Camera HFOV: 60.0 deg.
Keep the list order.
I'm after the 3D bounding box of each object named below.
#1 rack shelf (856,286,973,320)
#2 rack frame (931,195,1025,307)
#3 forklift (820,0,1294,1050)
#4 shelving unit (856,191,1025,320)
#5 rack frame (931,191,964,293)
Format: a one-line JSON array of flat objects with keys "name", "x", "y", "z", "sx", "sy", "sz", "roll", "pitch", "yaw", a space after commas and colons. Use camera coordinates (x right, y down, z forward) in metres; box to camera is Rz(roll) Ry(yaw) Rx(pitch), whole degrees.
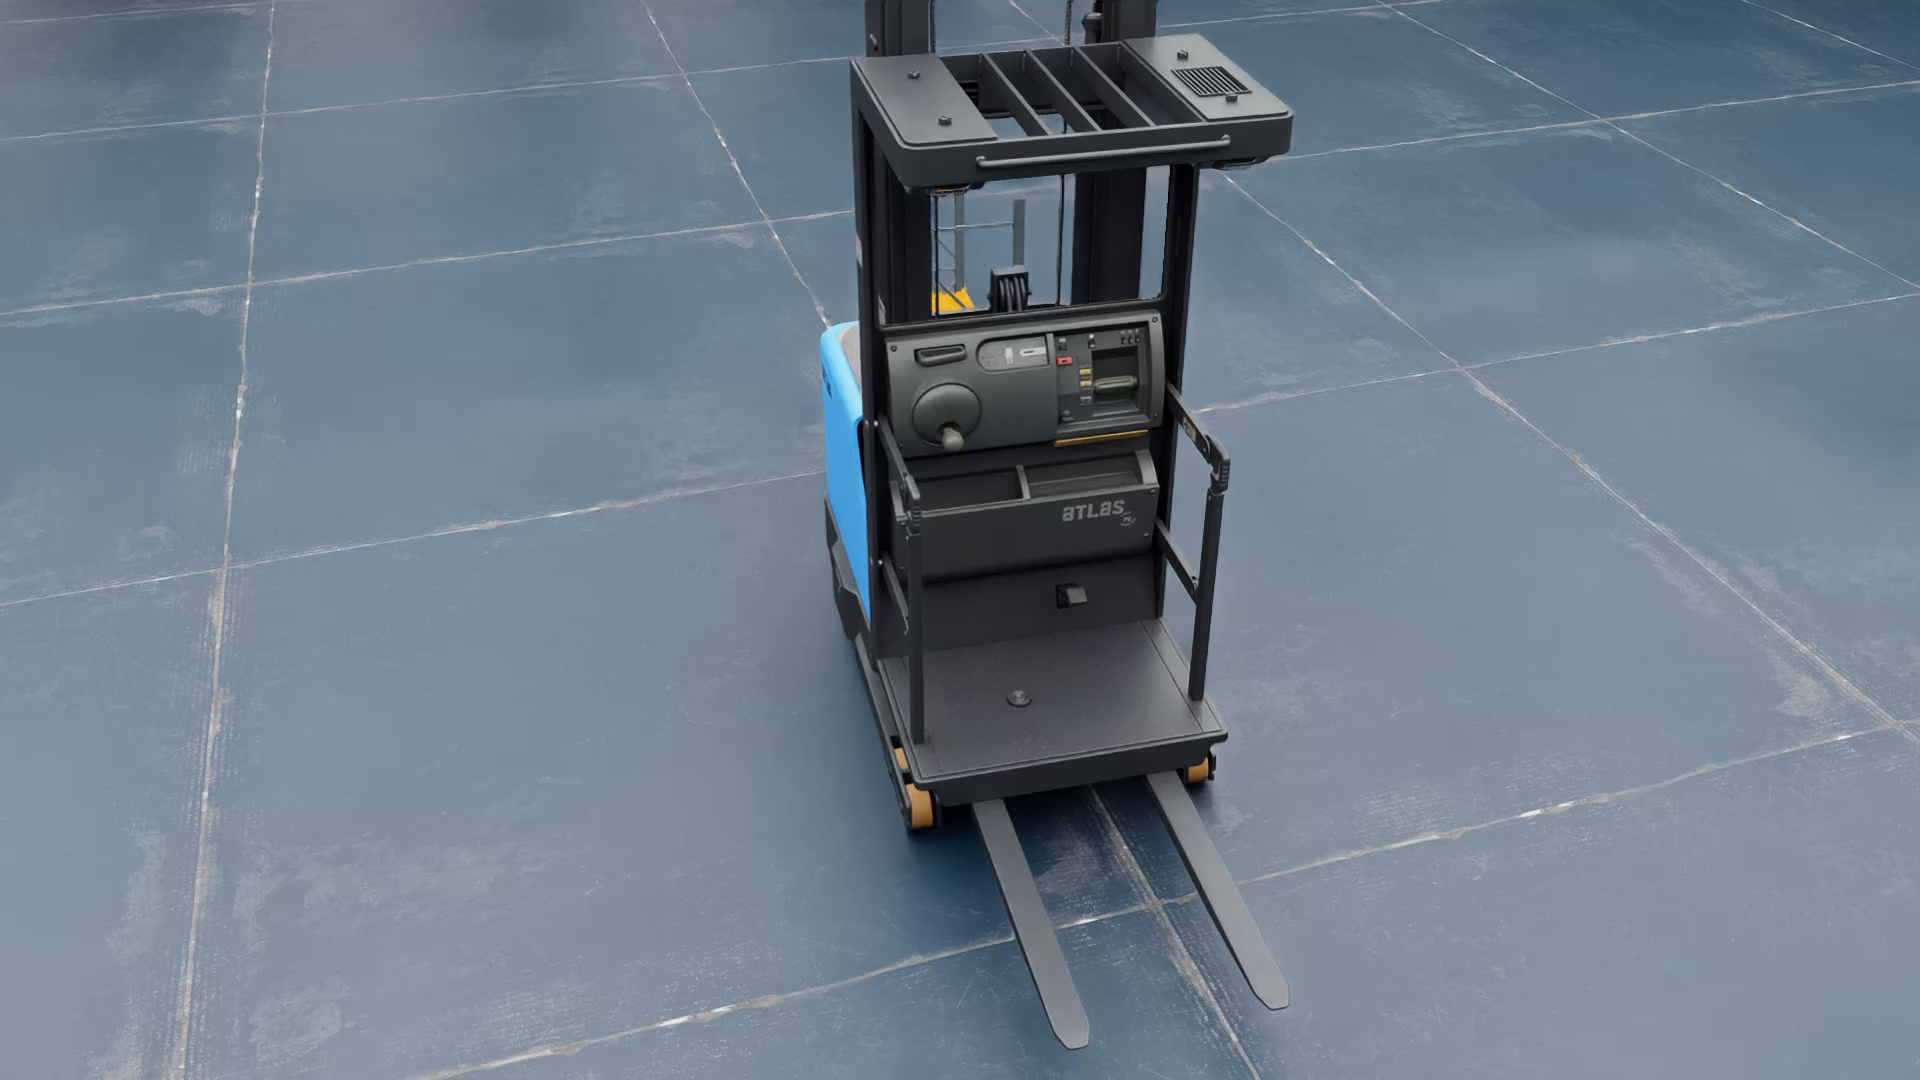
[{"name": "rack shelf", "x": -0.108, "y": -0.824, "z": 7.463, "sx": 0.538, "sy": 0.185, "sz": 1.000, "roll": -8, "pitch": 34, "yaw": -11}, {"name": "rack frame", "x": 0.011, "y": -0.702, "z": 6.952, "sx": 0.500, "sy": 1.500, "sz": 0.032, "roll": -8, "pitch": 34, "yaw": -11}, {"name": "forklift", "x": 0.274, "y": -0.458, "z": 5.284, "sx": 1.130, "sy": 2.935, "sz": 3.031, "roll": -8, "pitch": 34, "yaw": -11}, {"name": "shelving unit", "x": -0.110, "y": -0.979, "z": 7.372, "sx": 0.587, "sy": 1.500, "sz": 1.083, "roll": -8, "pitch": 34, "yaw": -11}, {"name": "rack frame", "x": -0.227, "y": -1.247, "z": 7.777, "sx": 0.500, "sy": 1.500, "sz": 0.032, "roll": -8, "pitch": 34, "yaw": -11}]
